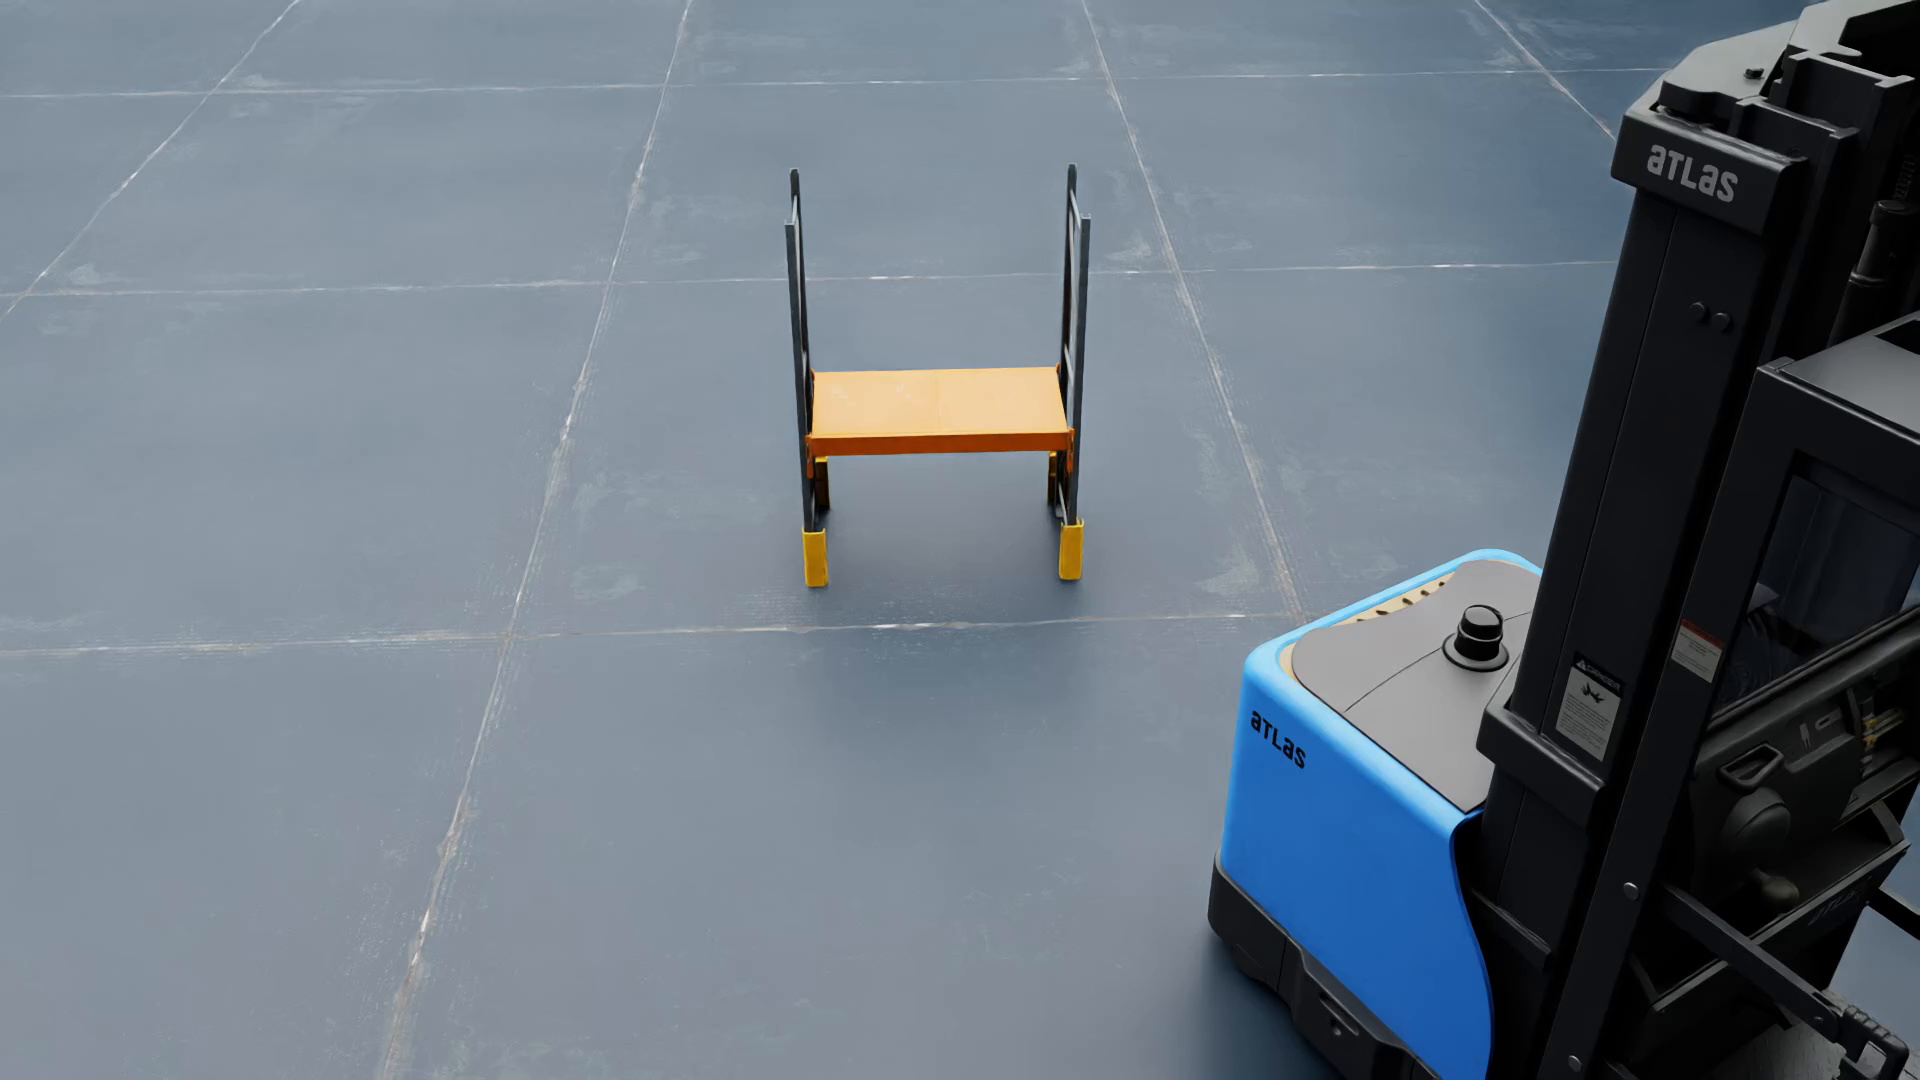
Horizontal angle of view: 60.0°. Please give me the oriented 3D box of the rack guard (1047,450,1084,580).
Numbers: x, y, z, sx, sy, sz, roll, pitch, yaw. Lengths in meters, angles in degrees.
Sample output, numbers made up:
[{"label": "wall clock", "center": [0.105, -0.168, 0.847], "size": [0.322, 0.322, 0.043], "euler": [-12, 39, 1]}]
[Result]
[{"label": "rack guard", "center": [0.421, -0.114, 6.695], "size": [0.087, 0.250, 0.587], "euler": [-2, 35, -2]}]

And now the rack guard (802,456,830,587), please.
[{"label": "rack guard", "center": [-0.574, -0.087, 6.657], "size": [0.087, 0.250, 0.587], "euler": [-2, 35, -2]}]

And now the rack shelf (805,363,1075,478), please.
[{"label": "rack shelf", "center": [-0.085, -0.467, 6.422], "size": [1.000, 0.185, 0.538], "euler": [-2, 35, -2]}]

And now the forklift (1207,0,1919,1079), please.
[{"label": "forklift", "center": [1.961, 0.533, 3.404], "size": [1.130, 2.935, 3.031], "euler": [-20, 39, -26]}]

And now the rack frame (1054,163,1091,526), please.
[{"label": "rack frame", "center": [0.423, -0.628, 6.340], "size": [0.032, 1.500, 0.500], "euler": [-2, 35, -2]}]

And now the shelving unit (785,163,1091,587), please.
[{"label": "shelving unit", "center": [-0.076, -0.615, 6.320], "size": [1.083, 1.500, 0.587], "euler": [-2, 35, -2]}]

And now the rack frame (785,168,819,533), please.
[{"label": "rack frame", "center": [-0.593, -0.601, 6.300], "size": [0.032, 1.500, 0.500], "euler": [-2, 35, -2]}]
